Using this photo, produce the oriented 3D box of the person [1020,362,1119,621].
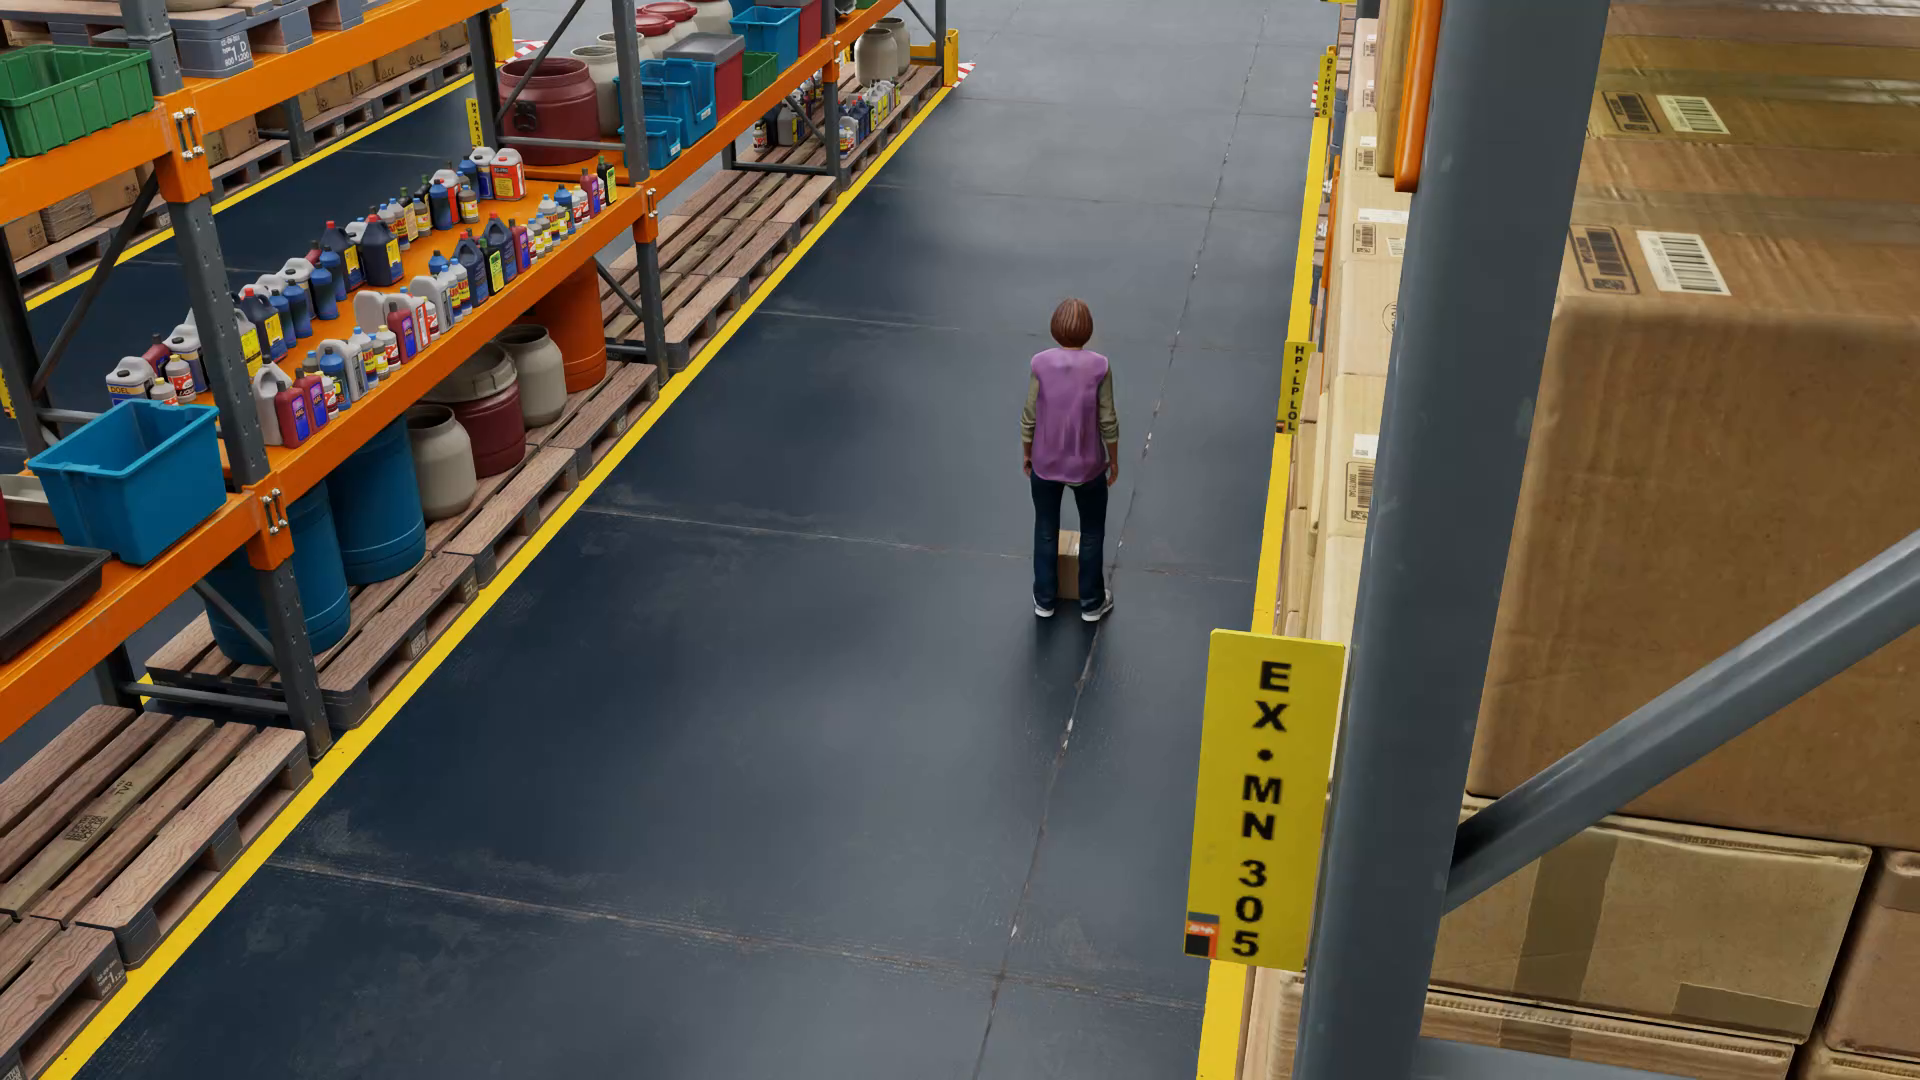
[{"bbox_3d":[0.509,-0.246,7.825,0.461,1.351,0.321,6,30,11],"label":"person"}]
